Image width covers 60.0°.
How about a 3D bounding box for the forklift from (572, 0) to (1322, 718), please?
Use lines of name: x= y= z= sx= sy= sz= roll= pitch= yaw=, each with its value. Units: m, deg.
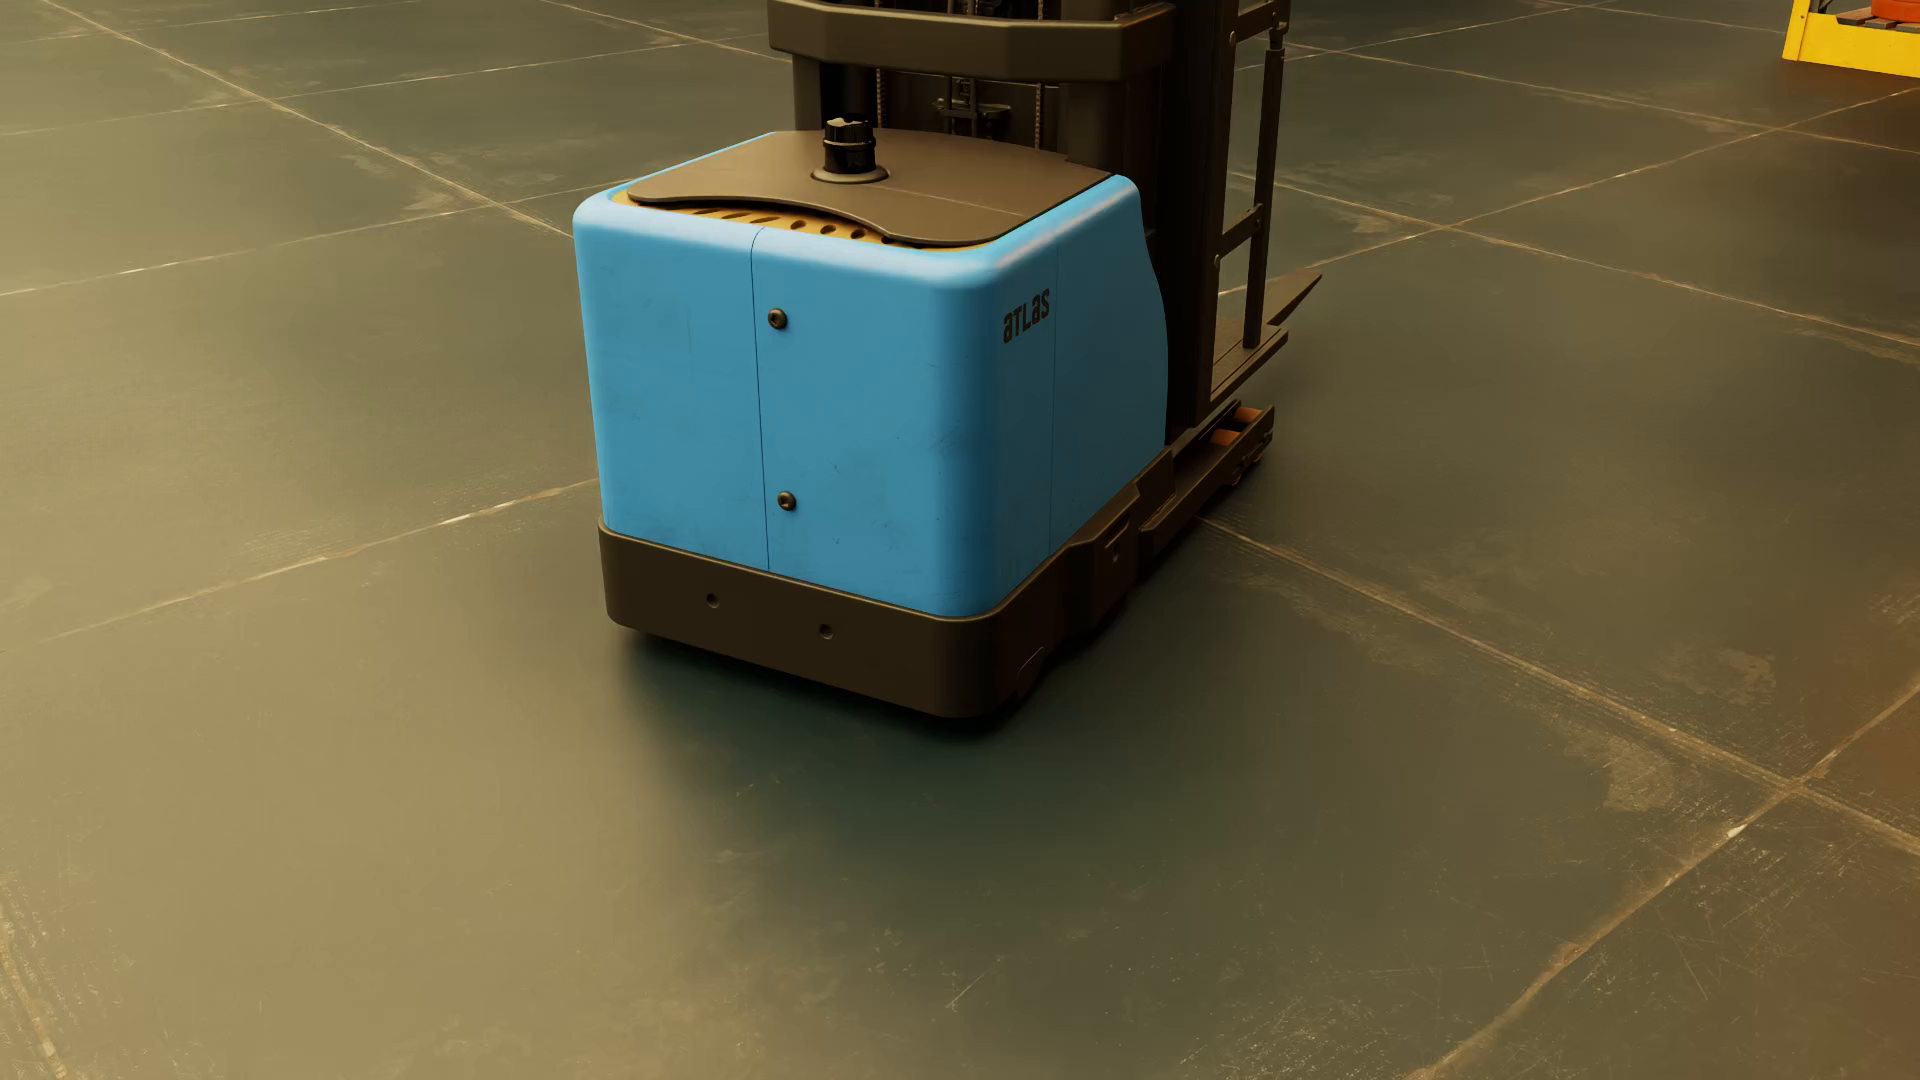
forklift: x=0.285 y=-1.552 z=4.331 sx=1.130 sy=2.935 sz=3.031 roll=13 pitch=29 yaw=25
